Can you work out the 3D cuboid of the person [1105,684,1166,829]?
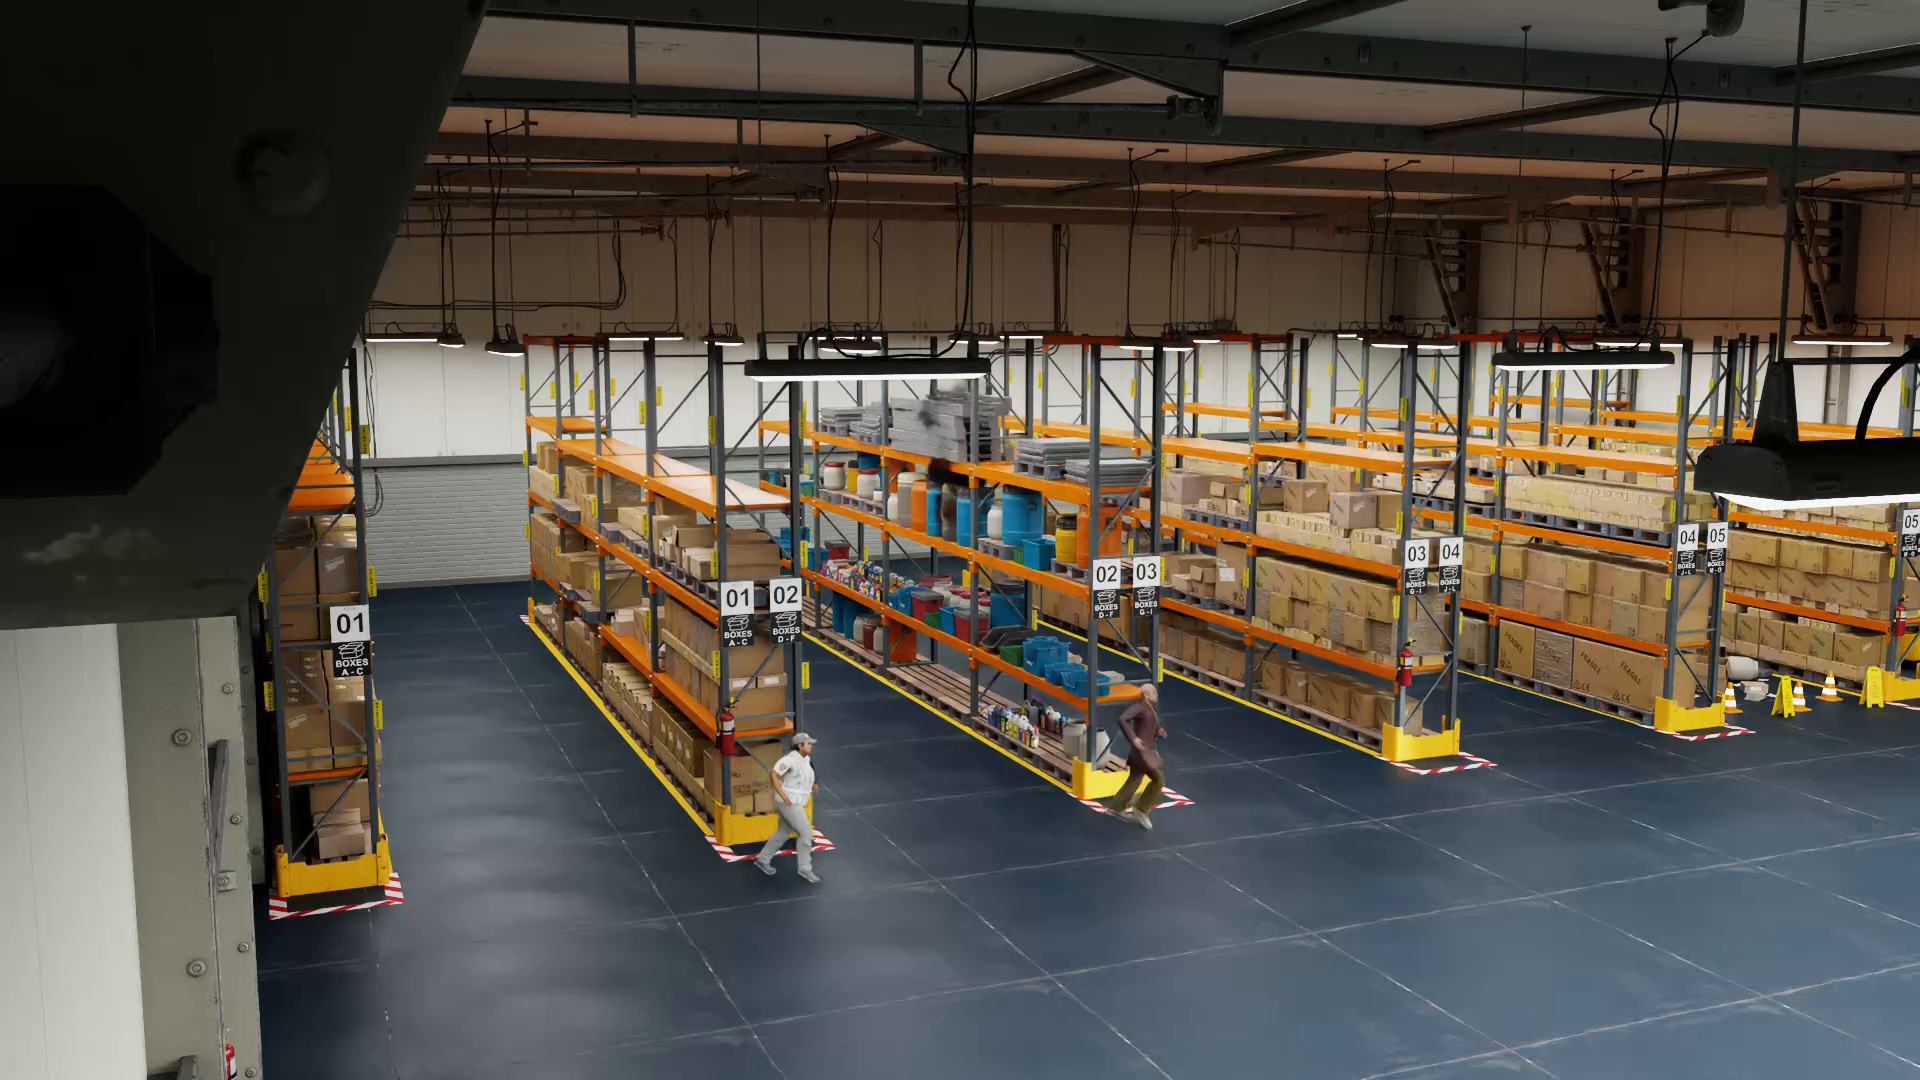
[{"bbox_3d":[2.231,2.694,20.957,0.749,1.792,0.679,2,8,15],"label":"person"}]

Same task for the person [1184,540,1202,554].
[{"bbox_3d":[5.928,-0.123,42.239,0.740,1.774,0.637,-2,8,-15],"label":"person"}]

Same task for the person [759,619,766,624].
[{"bbox_3d":[-3.791,1.354,30.975,0.635,1.766,0.836,-4,9,-27],"label":"person"}]

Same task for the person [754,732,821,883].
[{"bbox_3d":[-1.932,3.023,18.963,0.787,1.679,0.577,1,8,9],"label":"person"}]
